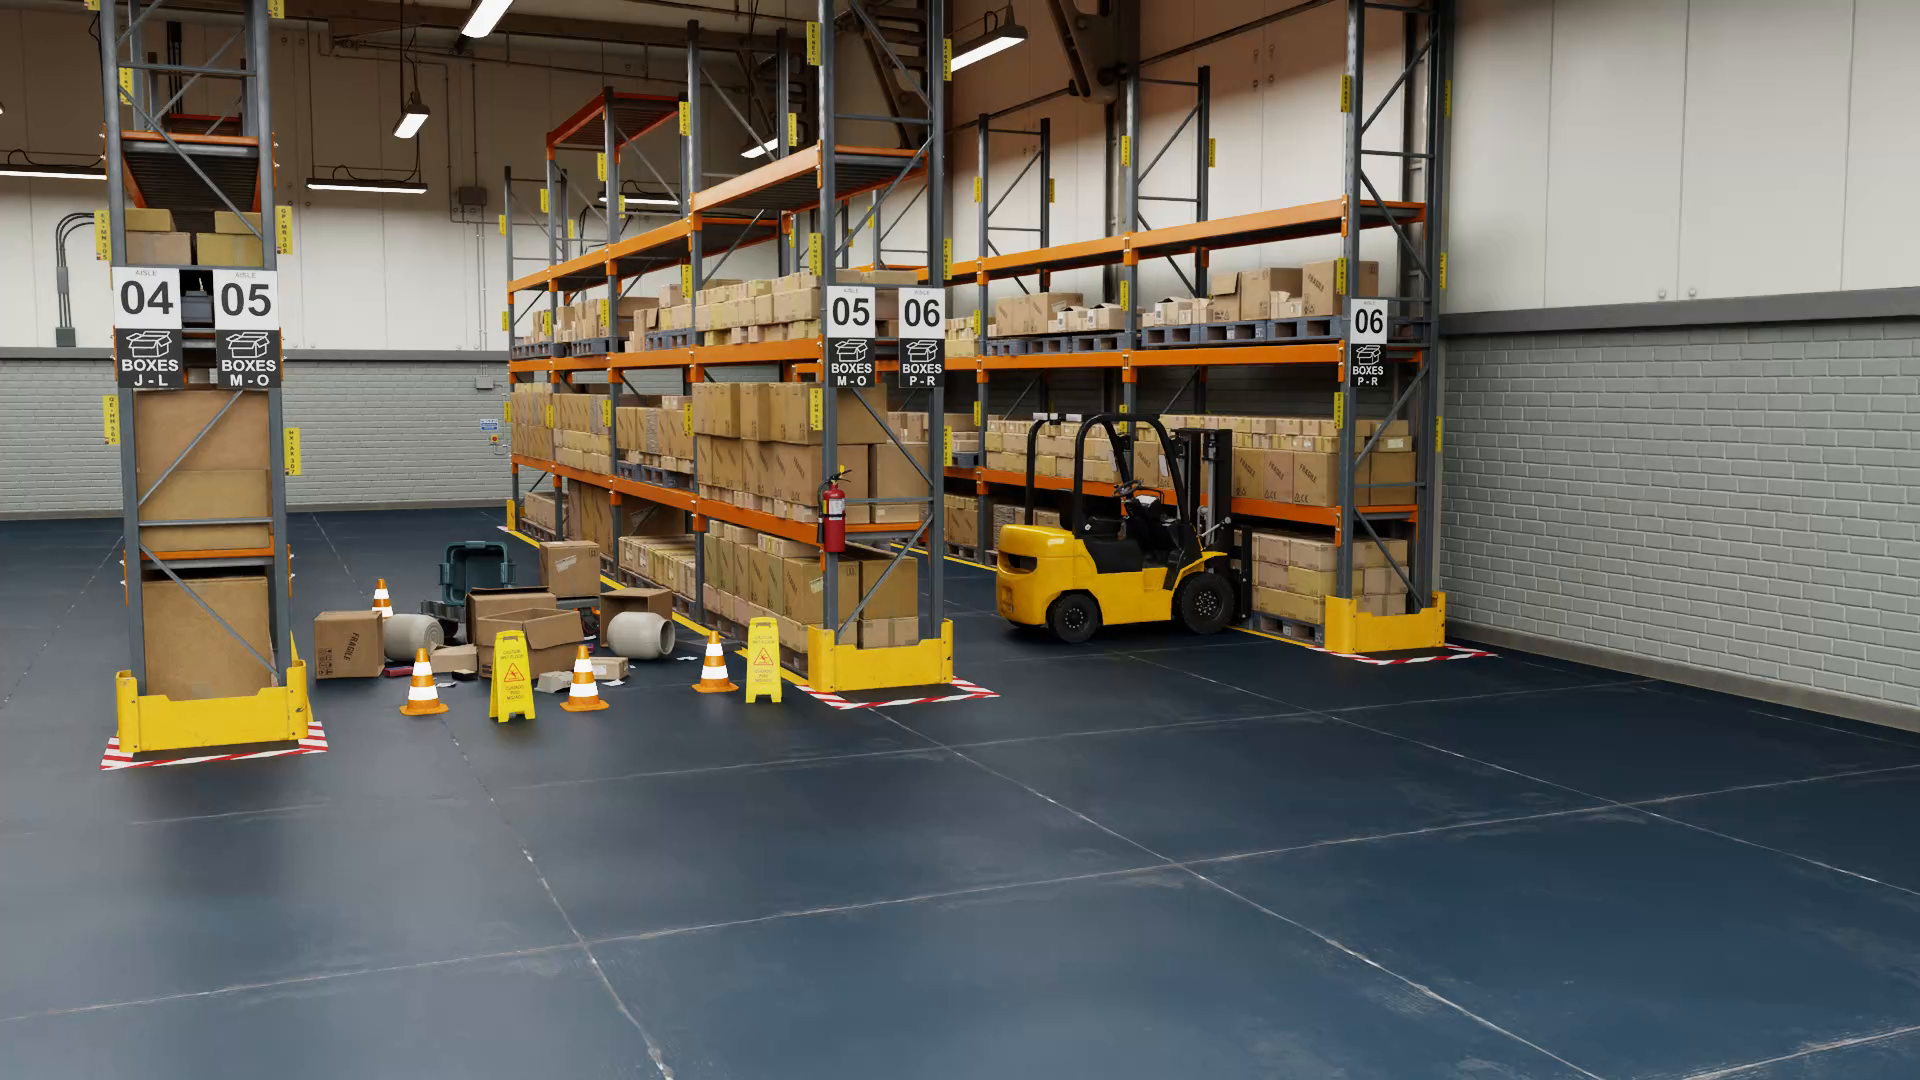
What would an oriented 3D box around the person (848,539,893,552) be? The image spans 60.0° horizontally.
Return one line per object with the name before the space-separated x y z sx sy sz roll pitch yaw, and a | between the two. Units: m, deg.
person | -0.955 -0.108 17.872 0.595 1.748 0.434 -3 6 -26
